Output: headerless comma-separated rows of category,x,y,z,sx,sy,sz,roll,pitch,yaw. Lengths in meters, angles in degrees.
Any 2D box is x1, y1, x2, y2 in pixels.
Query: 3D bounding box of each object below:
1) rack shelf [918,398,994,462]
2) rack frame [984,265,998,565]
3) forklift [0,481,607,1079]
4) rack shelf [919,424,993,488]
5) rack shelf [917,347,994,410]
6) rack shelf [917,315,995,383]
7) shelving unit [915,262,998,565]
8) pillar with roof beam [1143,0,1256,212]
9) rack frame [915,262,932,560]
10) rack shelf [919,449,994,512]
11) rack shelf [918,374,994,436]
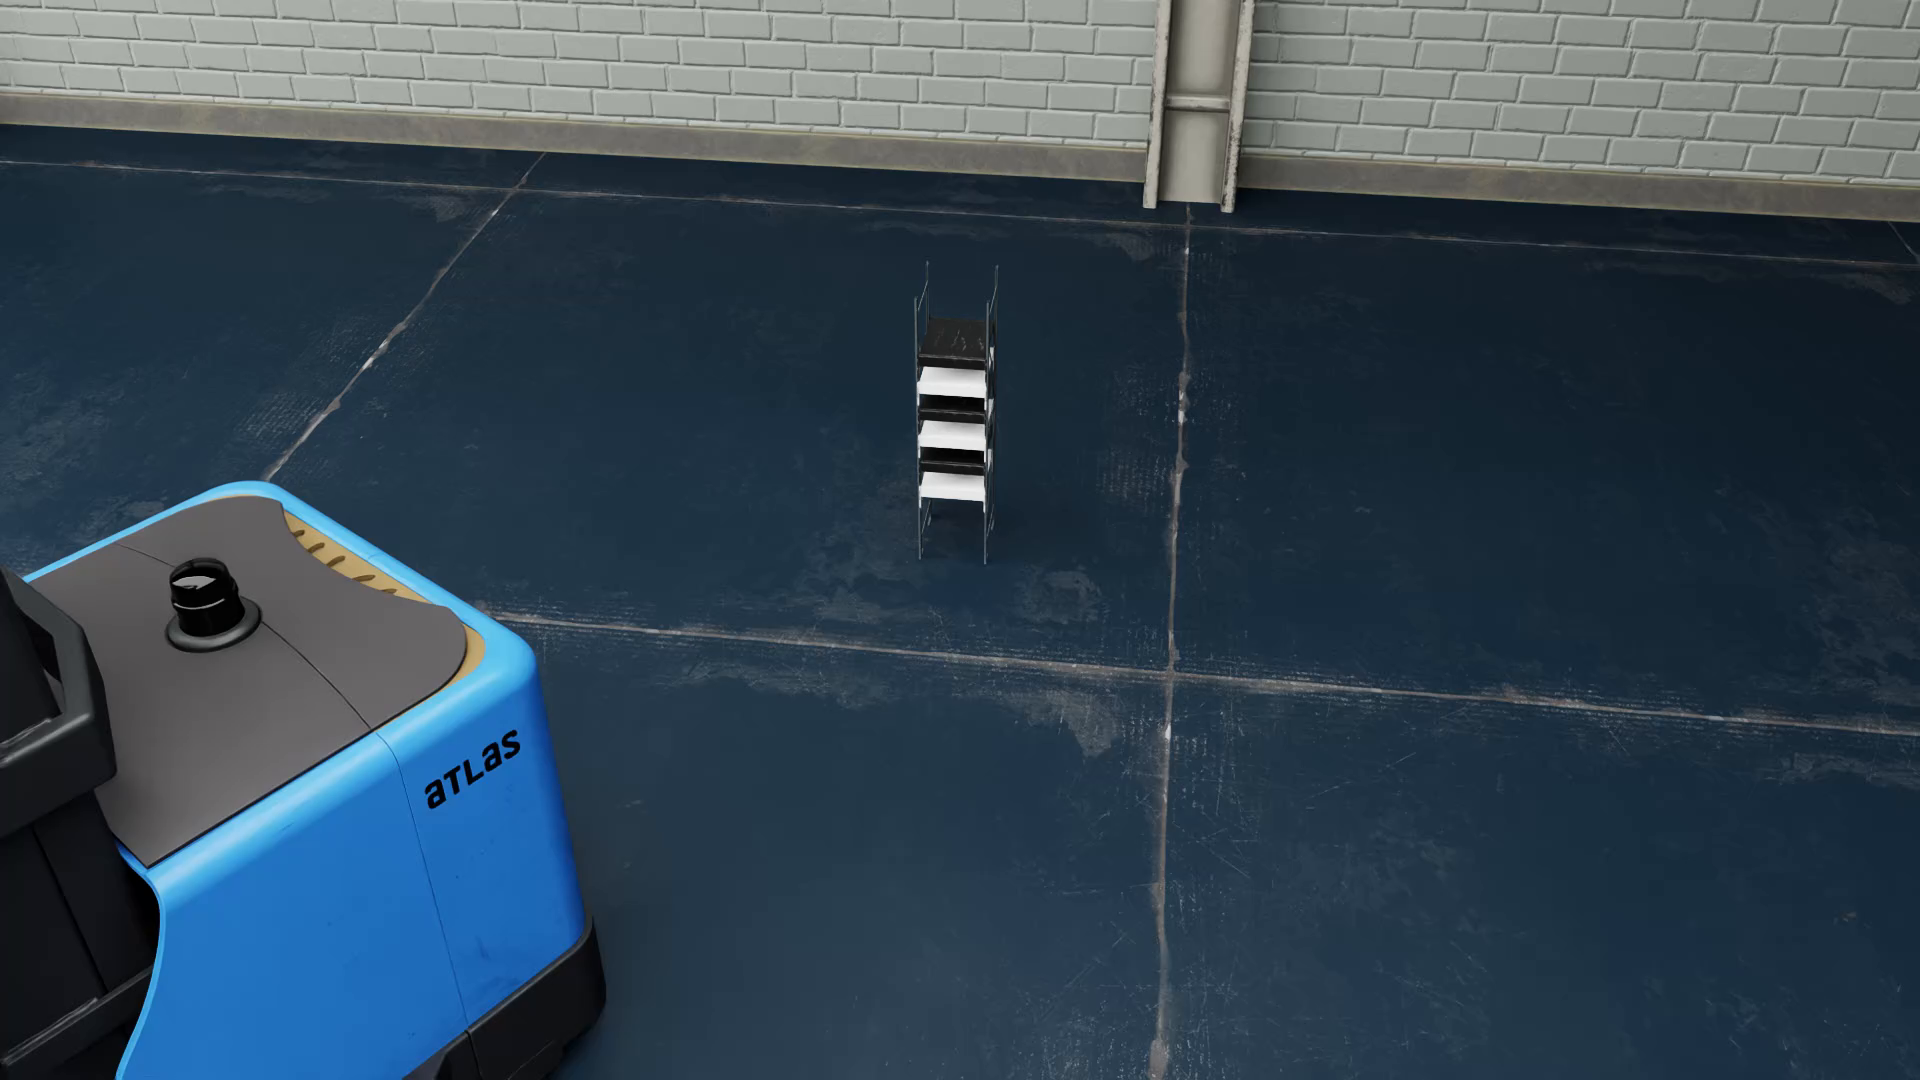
rack shelf,-0.008,-0.340,5.009,0.200,0.077,0.258,4,36,6
rack frame,0.093,-0.359,4.979,0.006,0.900,0.240,4,36,6
forklift,-2.107,0.367,2.212,1.130,2.935,3.031,25,43,31
rack shelf,-0.008,-0.266,5.061,0.200,0.077,0.258,4,36,6
rack shelf,-0.008,-0.486,4.904,0.200,0.077,0.258,4,36,6
rack shelf,-0.008,-0.560,4.852,0.200,0.077,0.258,4,36,6
shelving unit,-0.008,-0.367,4.989,0.210,0.900,0.258,4,36,6
pillar with roof beam,0.471,-2.714,1.306,0.400,9.000,9.100,4,36,6
rack frame,-0.109,-0.374,5.000,0.006,0.900,0.240,4,36,6
rack shelf,-0.008,-0.193,5.113,0.200,0.077,0.258,4,36,6
rack shelf,-0.008,-0.413,4.956,0.200,0.077,0.258,4,36,6
